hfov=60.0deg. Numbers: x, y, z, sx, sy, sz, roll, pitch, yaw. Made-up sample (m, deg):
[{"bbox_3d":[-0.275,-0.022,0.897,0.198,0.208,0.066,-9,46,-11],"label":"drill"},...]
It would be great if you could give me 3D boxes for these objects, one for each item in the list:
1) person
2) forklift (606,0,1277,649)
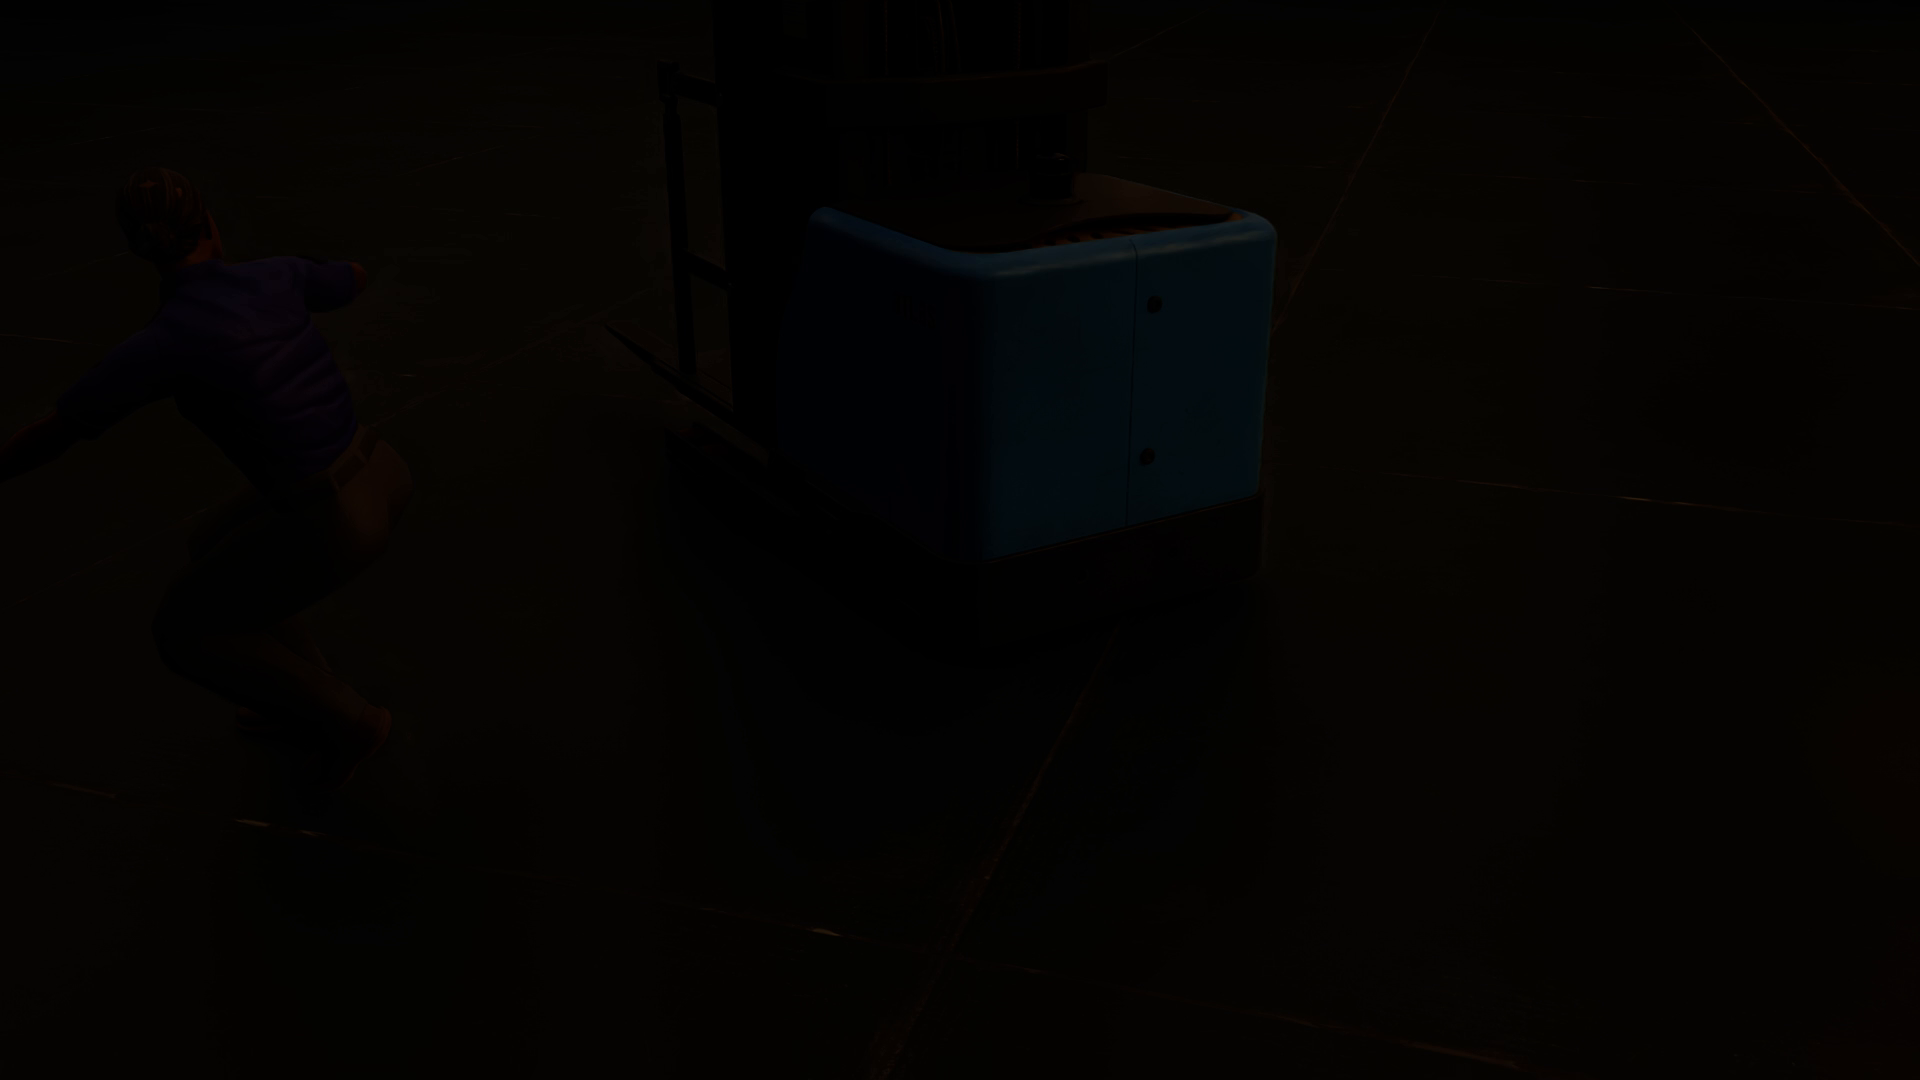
[{"bbox_3d":[-1.658,-0.135,3.654,0.909,1.381,0.705,2,23,6],"label":"person"},{"bbox_3d":[-0.342,-1.590,5.132,1.130,2.935,3.031,-13,26,-29],"label":"forklift"}]
